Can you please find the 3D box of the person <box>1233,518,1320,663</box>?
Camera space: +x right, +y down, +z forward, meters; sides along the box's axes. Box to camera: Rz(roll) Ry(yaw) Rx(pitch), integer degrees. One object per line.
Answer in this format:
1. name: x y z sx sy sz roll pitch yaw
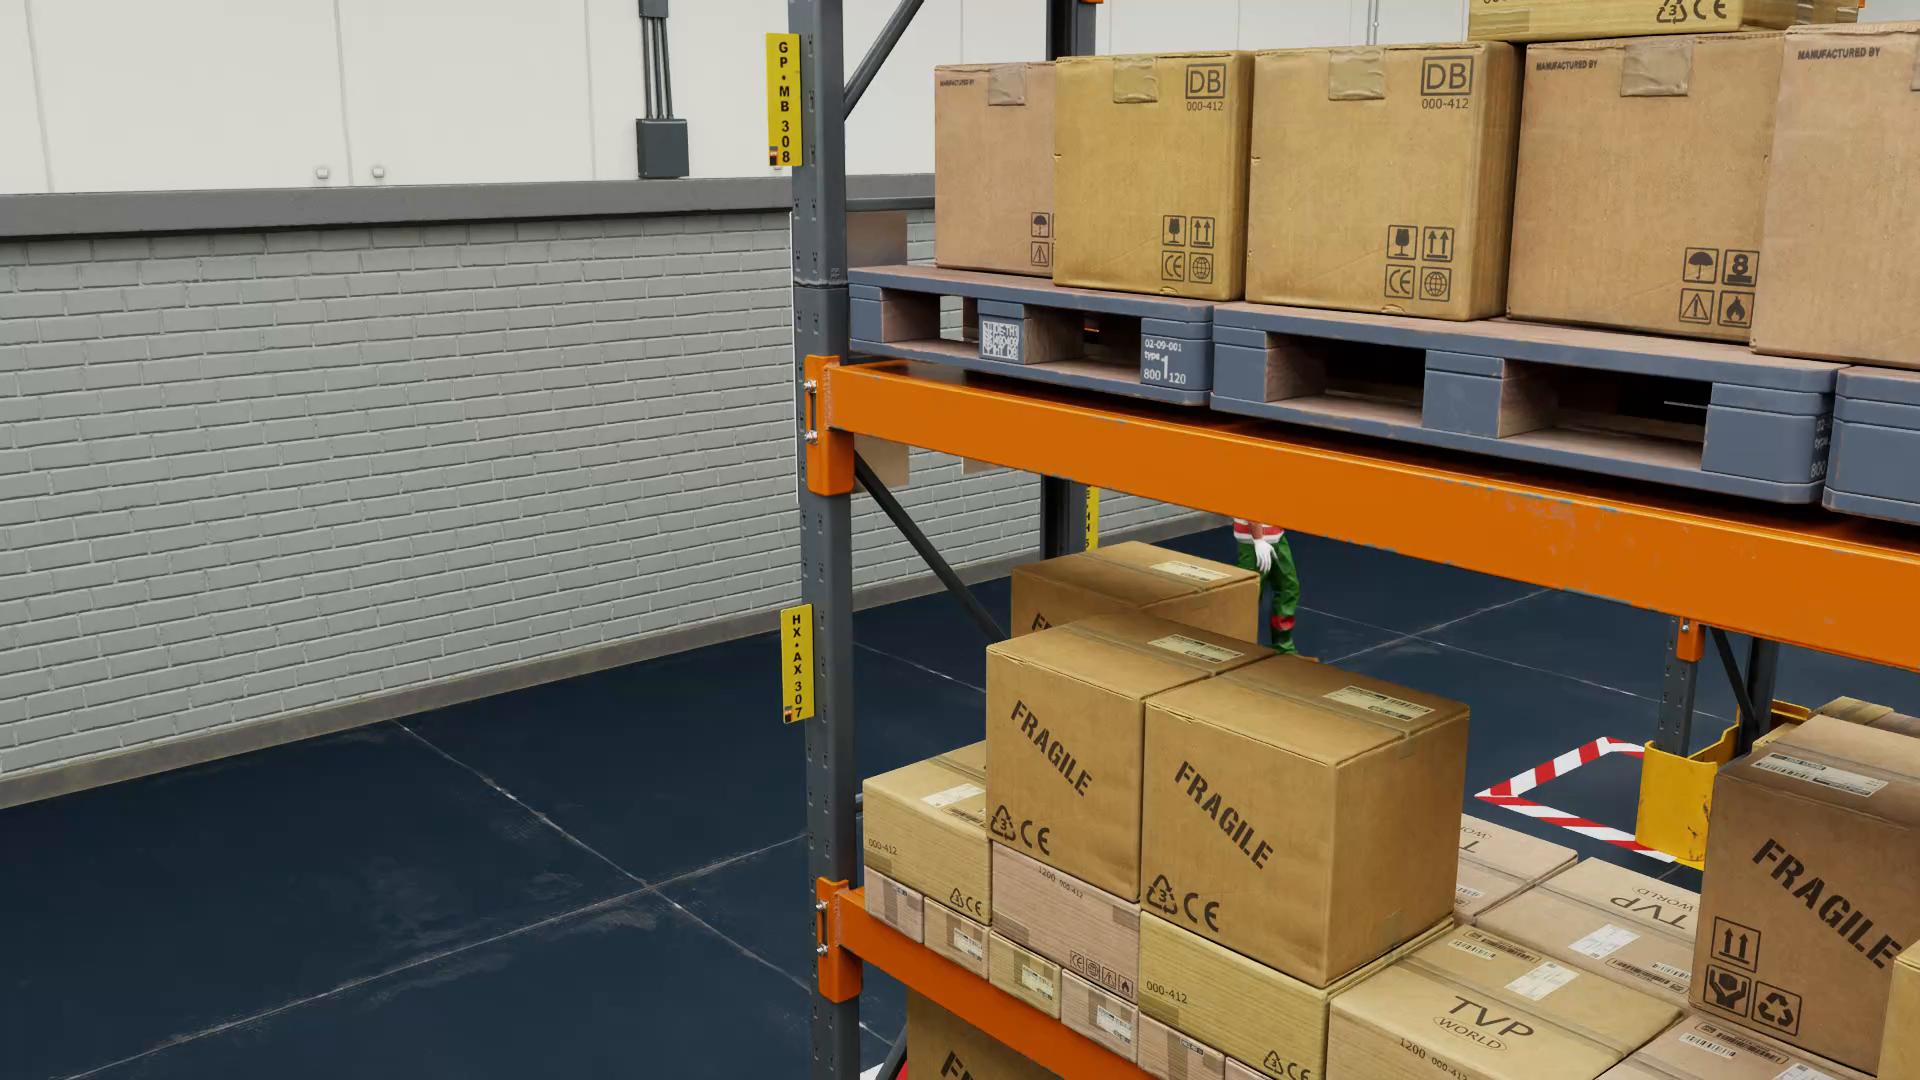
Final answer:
1. person: 1.850 -0.028 10.552 0.929 1.762 0.535 5 15 18
